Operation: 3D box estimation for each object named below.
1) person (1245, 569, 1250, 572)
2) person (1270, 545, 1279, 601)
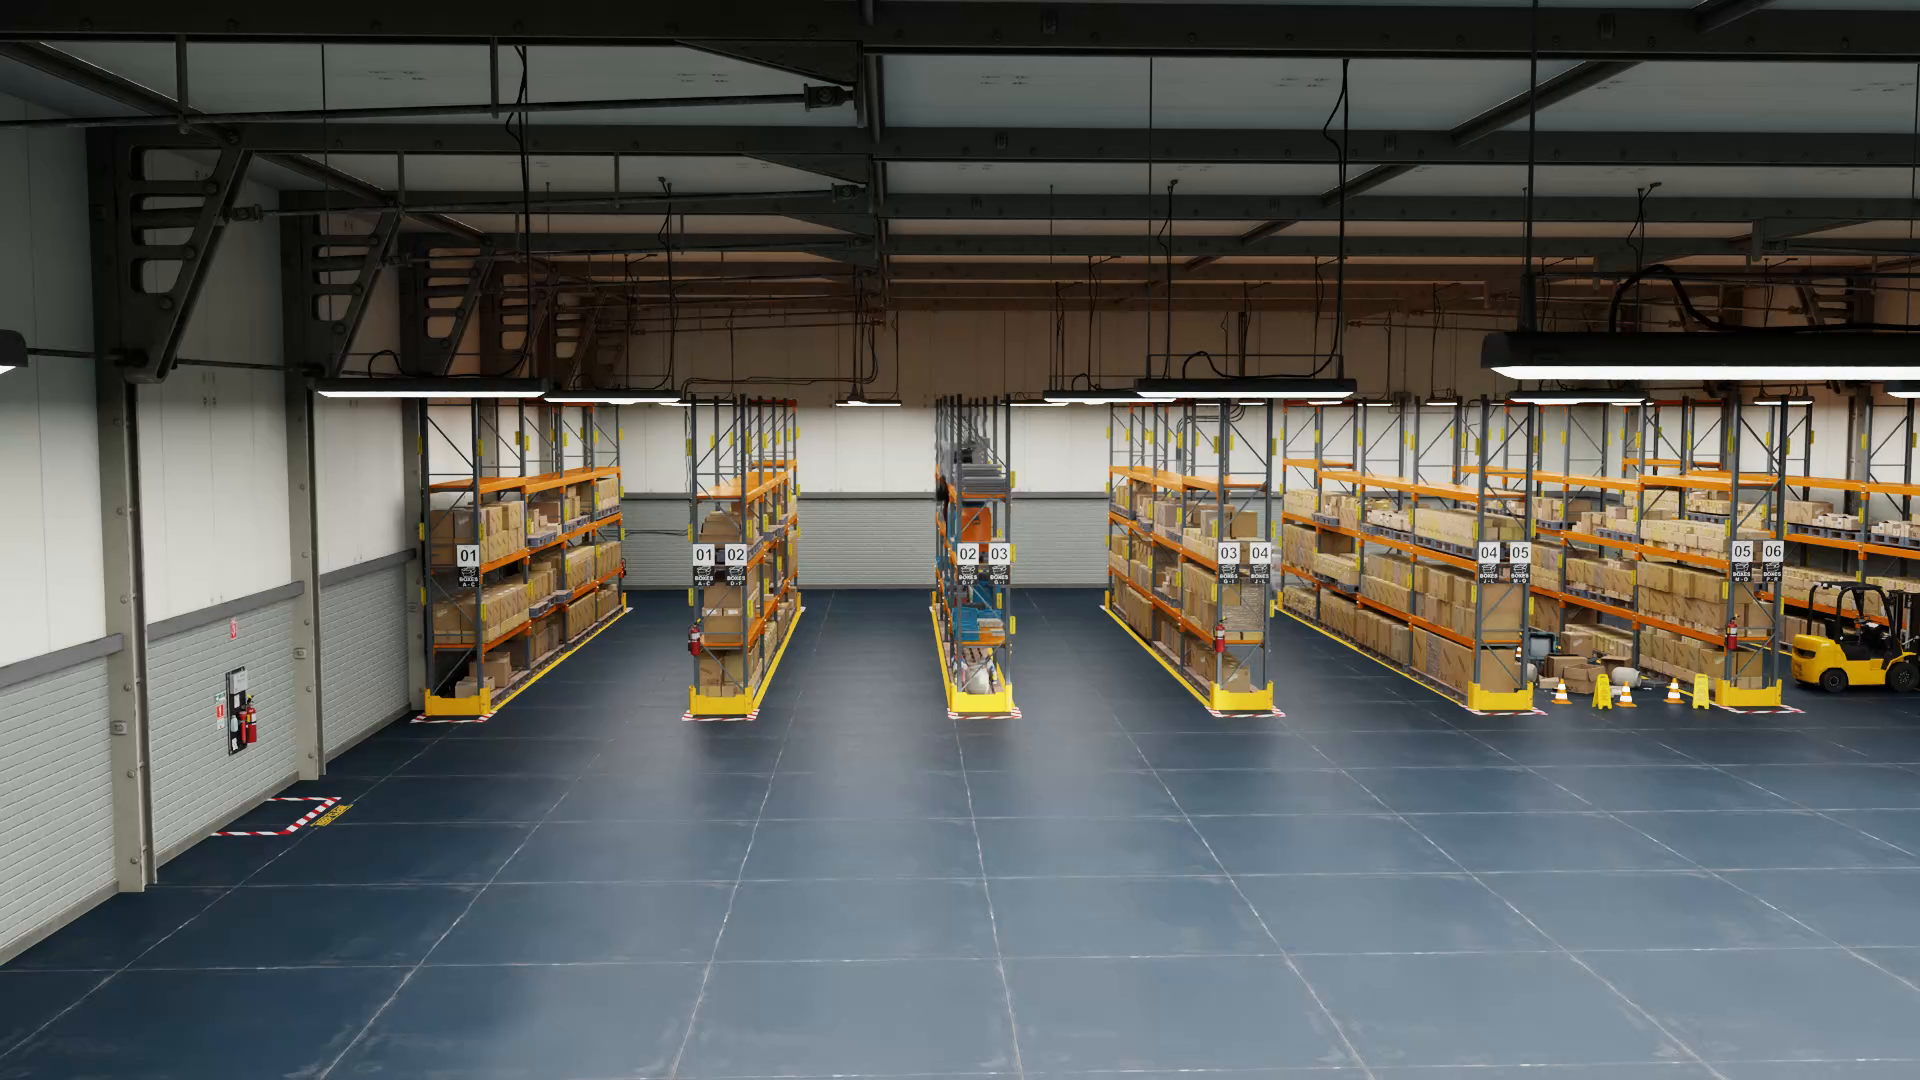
[{"bbox_3d":[8.363,1.098,48.286,0.694,1.654,0.552,3,6,36],"label":"person"},{"bbox_3d":[9.187,1.012,48.999,0.793,1.778,0.768,-1,5,-7],"label":"person"}]
